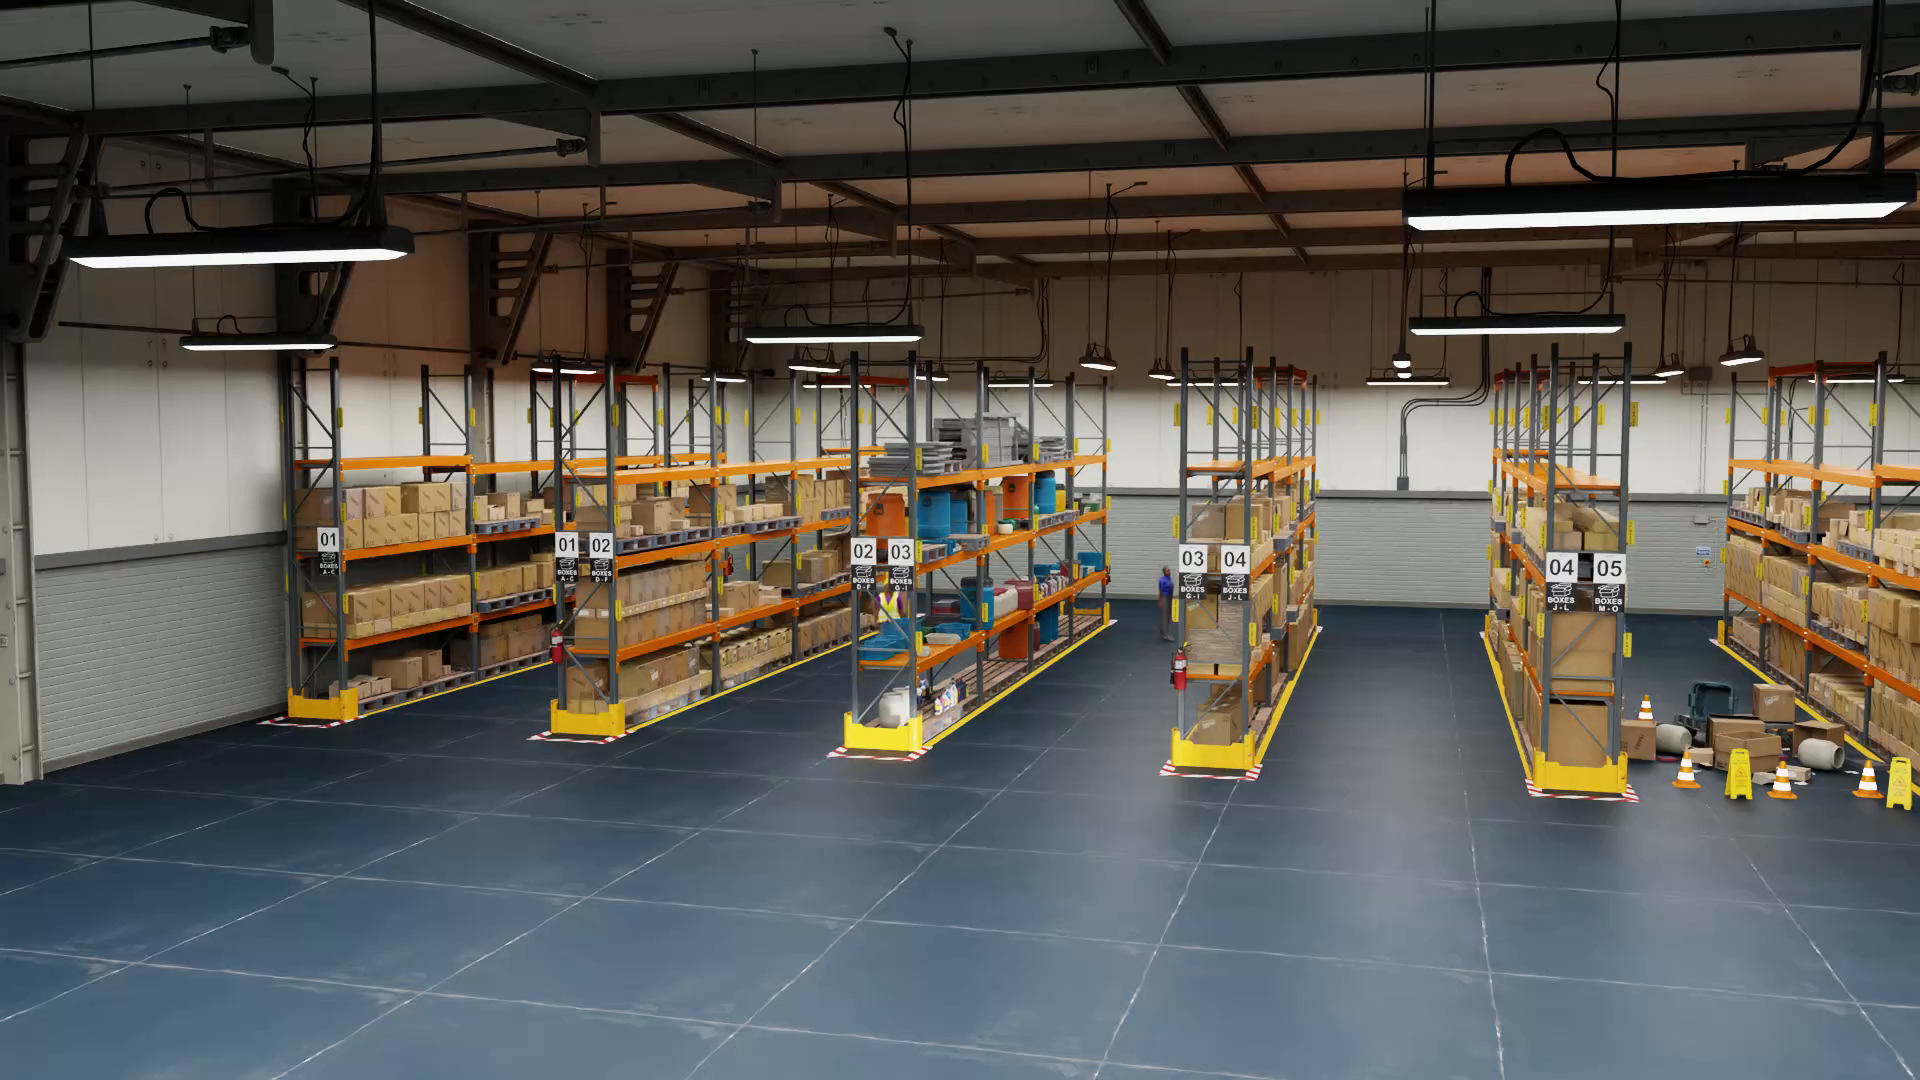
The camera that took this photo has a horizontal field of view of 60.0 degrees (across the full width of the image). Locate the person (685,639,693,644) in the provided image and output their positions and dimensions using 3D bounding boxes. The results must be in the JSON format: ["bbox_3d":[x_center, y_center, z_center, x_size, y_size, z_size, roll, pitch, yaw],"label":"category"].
[{"bbox_3d":[-5.618,1.695,33.568,0.683,1.670,1.045,1,4,14],"label":"person"}]

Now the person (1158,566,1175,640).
[{"bbox_3d":[4.737,1.417,37.702,0.529,1.674,0.488,4,6,44],"label":"person"}]

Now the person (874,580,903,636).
[{"bbox_3d":[-1.437,1.650,33.589,0.560,1.720,0.856,1,4,12],"label":"person"}]
